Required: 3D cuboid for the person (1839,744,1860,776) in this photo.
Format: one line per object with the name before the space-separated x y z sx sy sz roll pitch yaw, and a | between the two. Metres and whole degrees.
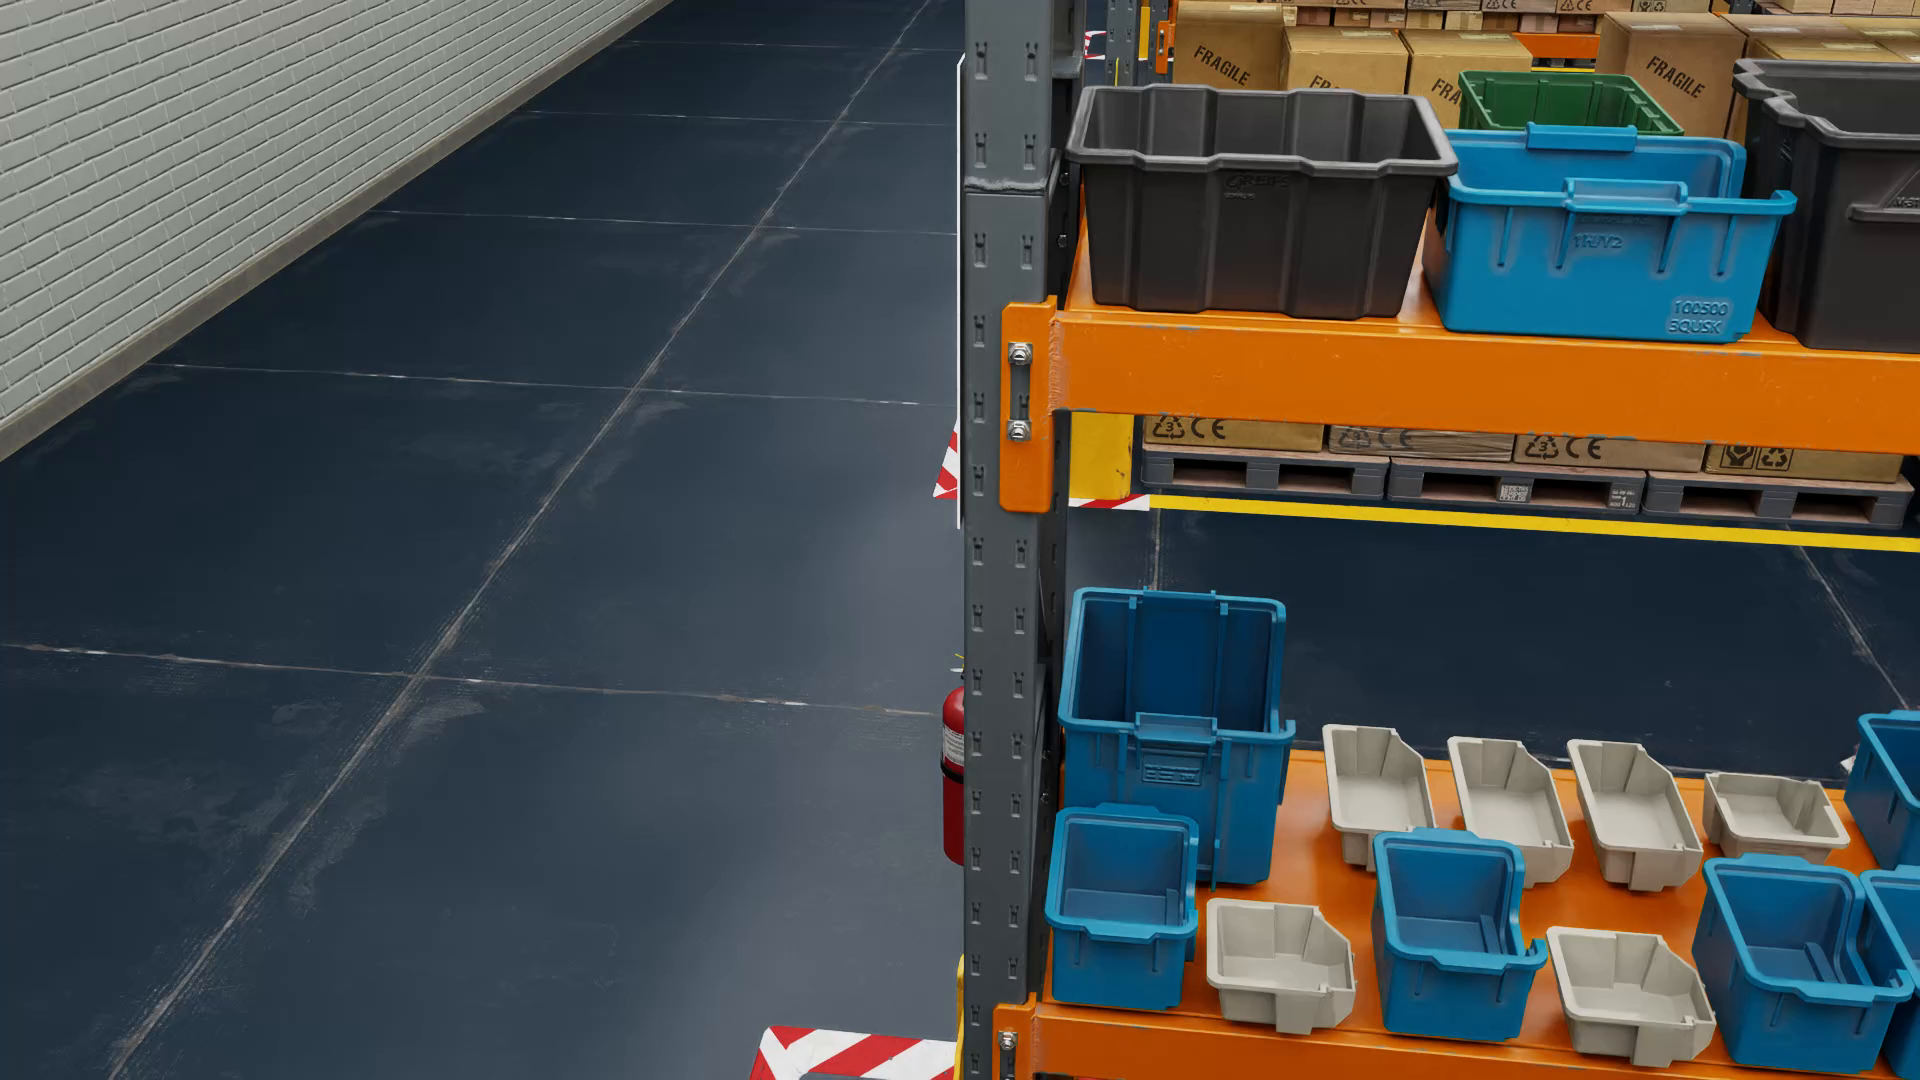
person | 3.555 0.327 5.520 0.903 1.629 0.452 0 28 -1
